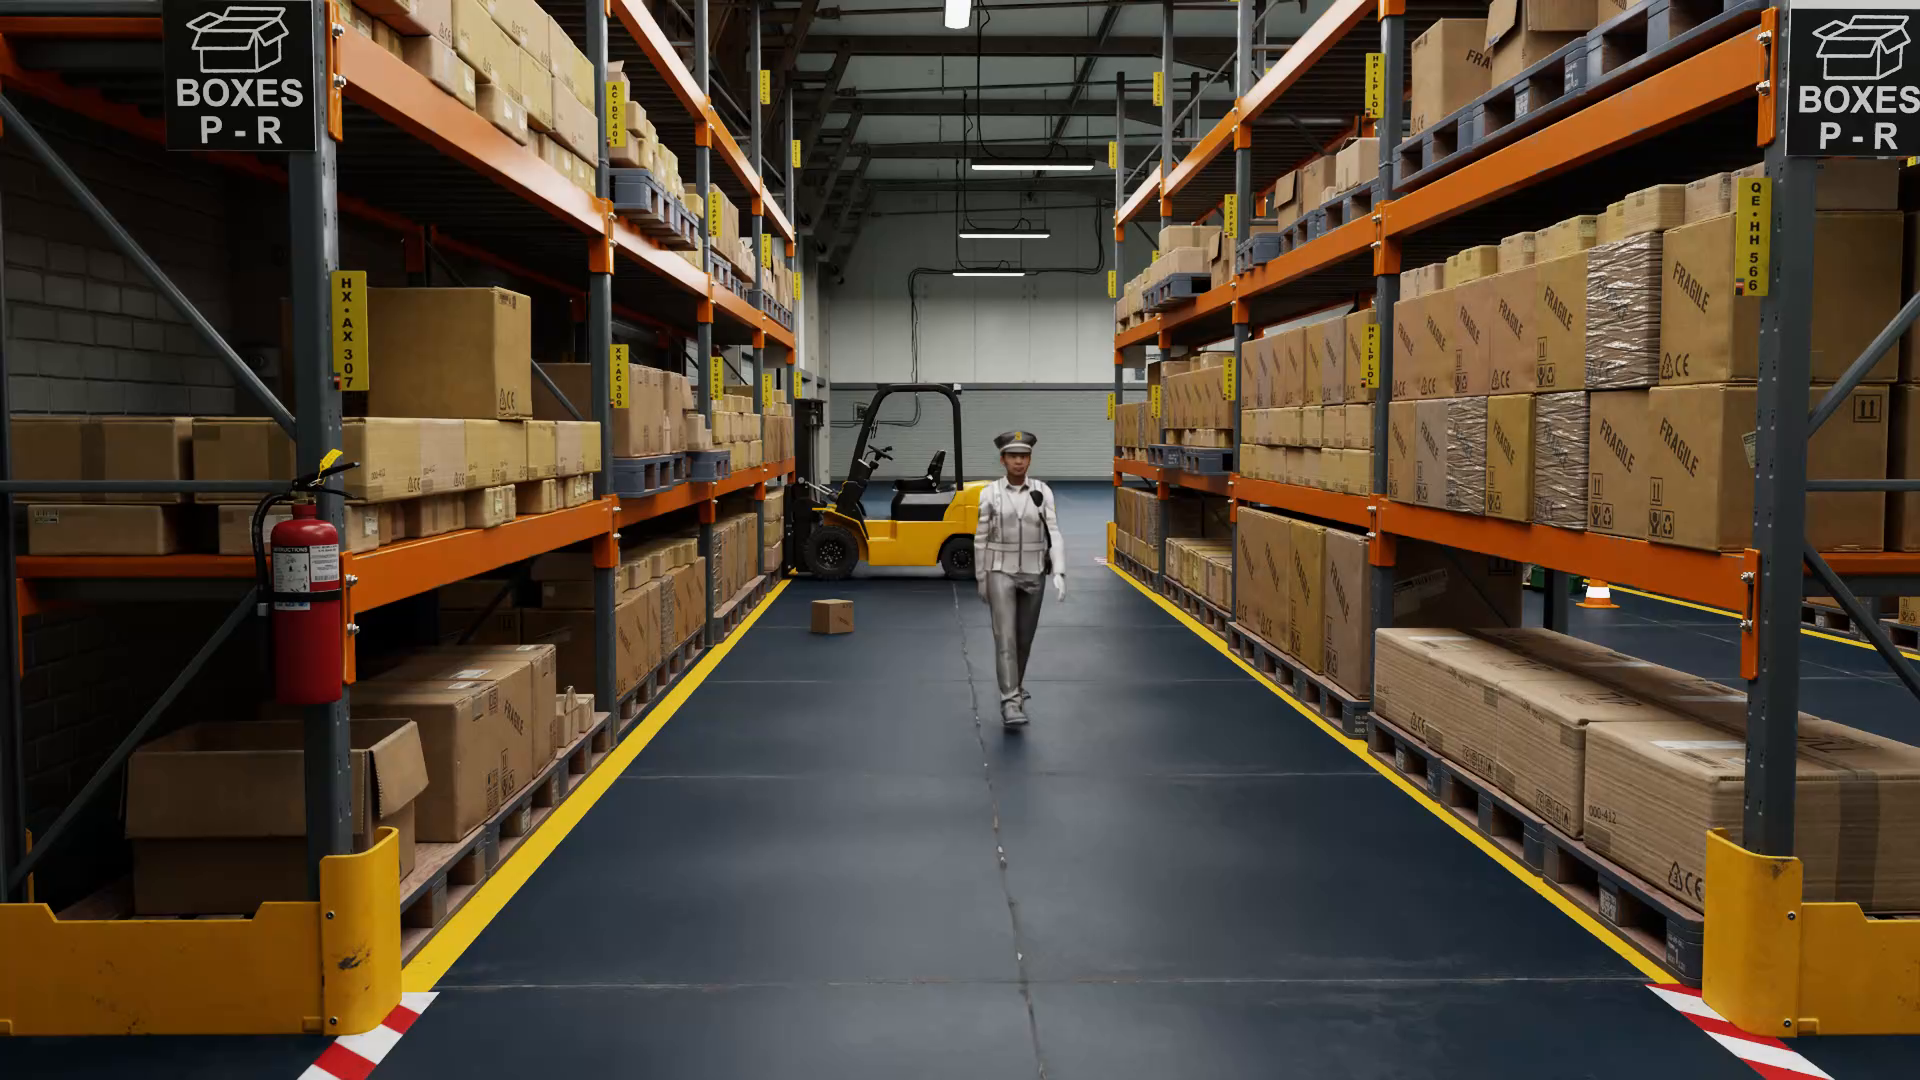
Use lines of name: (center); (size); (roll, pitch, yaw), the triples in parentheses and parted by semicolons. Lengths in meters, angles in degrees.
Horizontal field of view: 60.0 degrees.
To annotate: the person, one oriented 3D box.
person: (0.346, 0.191, 9.456); (0.495, 1.631, 1.004); (-1, 4, -11)
